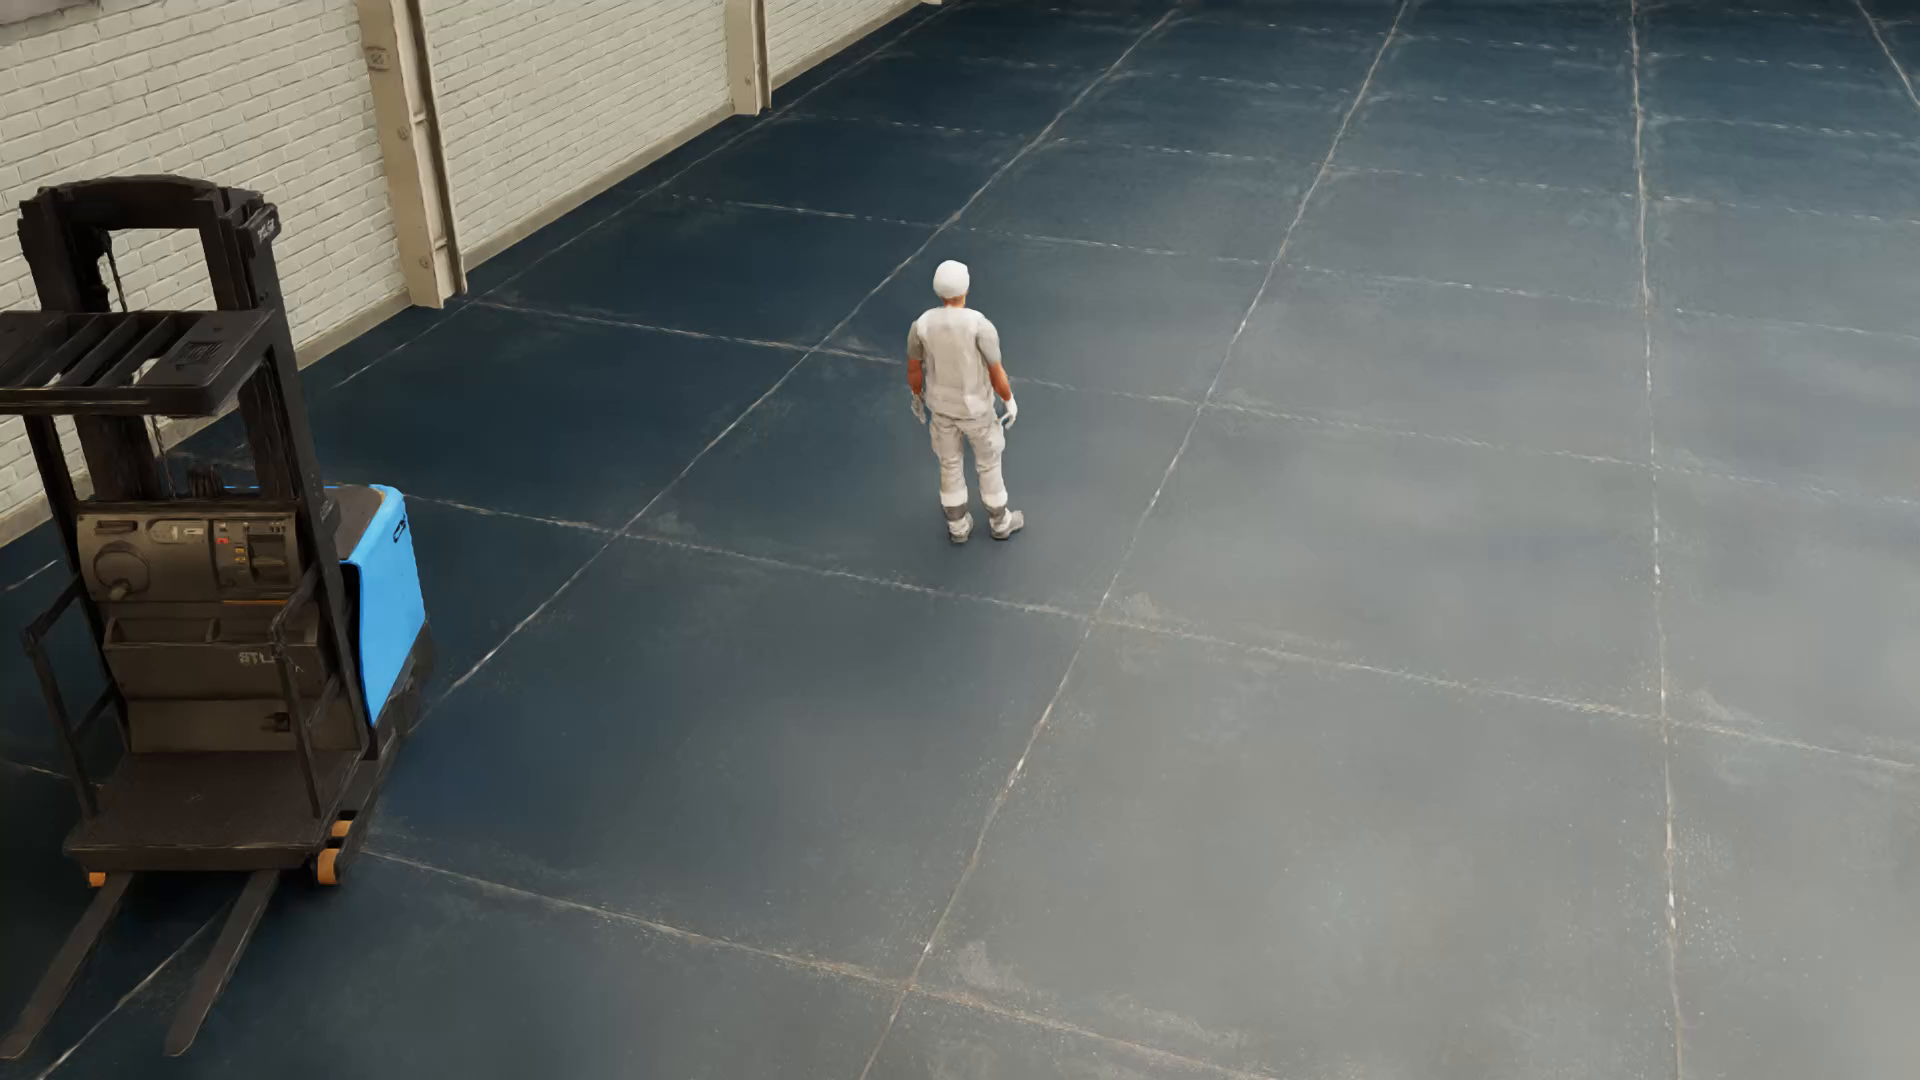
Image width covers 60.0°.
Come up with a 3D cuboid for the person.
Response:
[{"bbox_3d":[0.037,-0.819,9.713,0.637,1.787,0.563,10,31,16],"label":"person"}]

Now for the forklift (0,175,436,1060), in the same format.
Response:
[{"bbox_3d":[-3.295,0.112,6.941,1.130,2.935,3.031,-1,30,-1],"label":"forklift"}]
